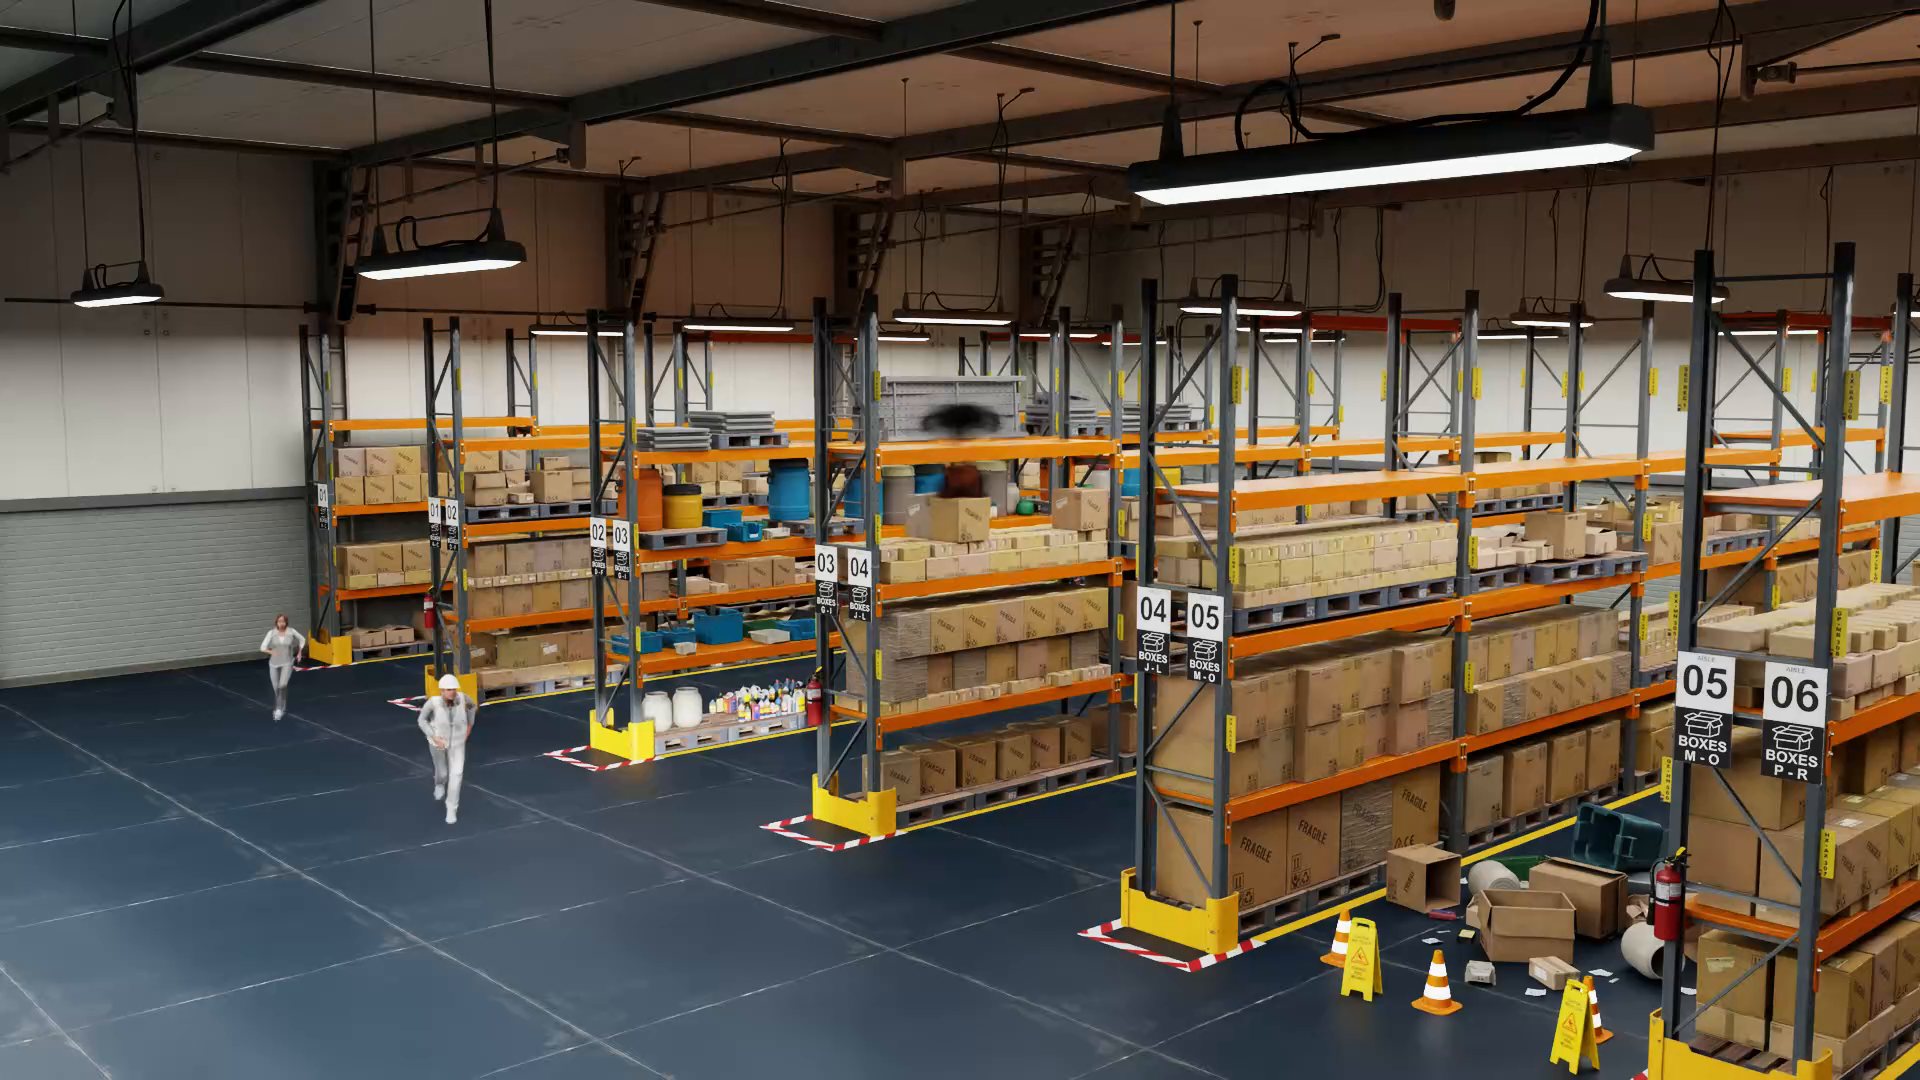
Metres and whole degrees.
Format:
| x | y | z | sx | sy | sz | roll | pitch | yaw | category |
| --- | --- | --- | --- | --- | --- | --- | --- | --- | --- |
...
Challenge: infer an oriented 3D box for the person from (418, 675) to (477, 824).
| x | y | z | sx | sy | sz | roll | pitch | yaw | category |
| --- | --- | --- | --- | --- | --- | --- | --- | --- | --- |
| -6.000 | 2.376 | 19.439 | 0.686 | 1.736 | 1.020 | -3 | 7 | -28 | person |

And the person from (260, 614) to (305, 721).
| x | y | z | sx | sy | sz | roll | pitch | yaw | category |
| --- | --- | --- | --- | --- | --- | --- | --- | --- | --- |
| -10.085 | 1.881 | 24.769 | 0.576 | 1.594 | 0.641 | -1 | 6 | -10 | person |
